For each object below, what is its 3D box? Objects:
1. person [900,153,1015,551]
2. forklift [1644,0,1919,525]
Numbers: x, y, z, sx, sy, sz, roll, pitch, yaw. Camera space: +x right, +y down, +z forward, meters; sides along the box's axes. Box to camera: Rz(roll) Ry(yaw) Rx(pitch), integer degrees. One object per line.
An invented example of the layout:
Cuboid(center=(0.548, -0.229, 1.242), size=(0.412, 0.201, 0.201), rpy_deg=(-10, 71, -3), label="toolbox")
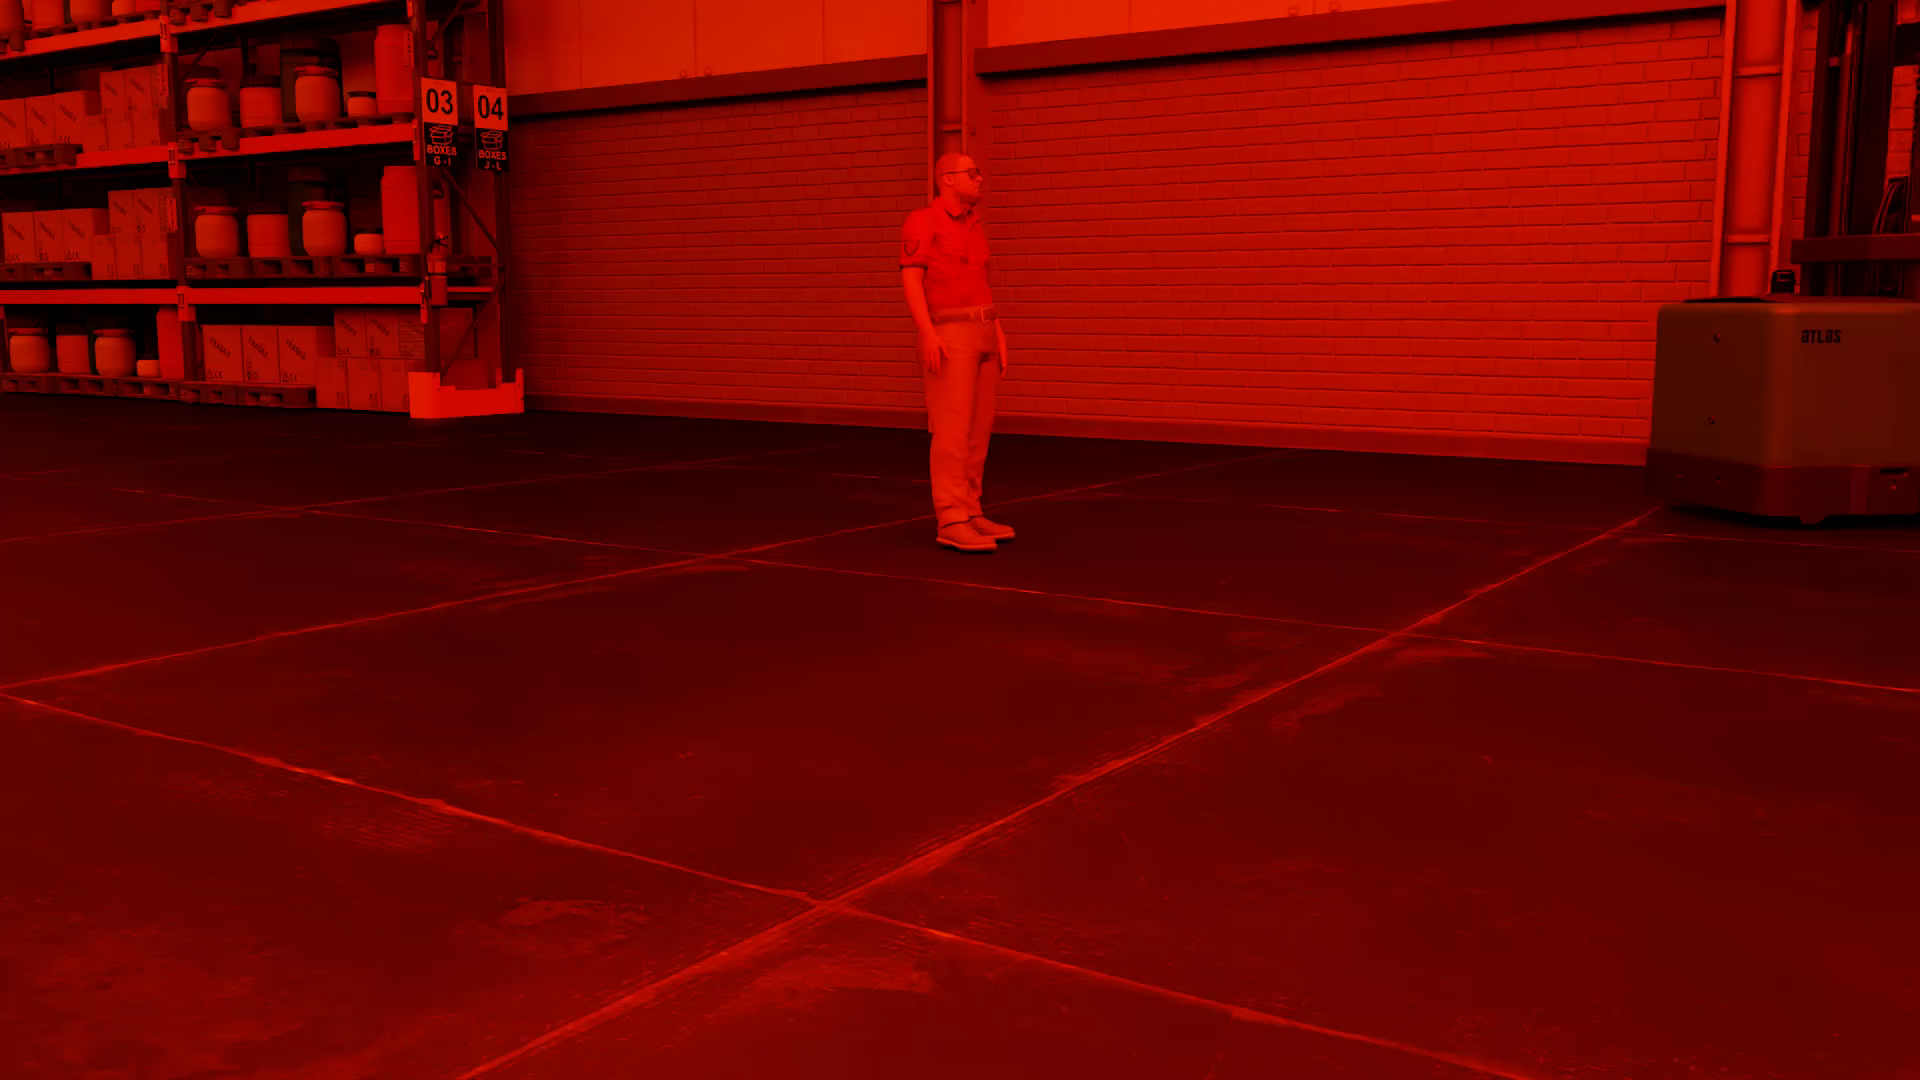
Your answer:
Cuboid(center=(0.068, -0.854, 7.421), size=(0.551, 1.727, 0.640), rpy_deg=(5, 10, 34), label="person")
Cuboid(center=(5.191, -1.601, 8.454), size=(3.031, 2.935, 1.130), rpy_deg=(-2, 8, -11), label="forklift")
